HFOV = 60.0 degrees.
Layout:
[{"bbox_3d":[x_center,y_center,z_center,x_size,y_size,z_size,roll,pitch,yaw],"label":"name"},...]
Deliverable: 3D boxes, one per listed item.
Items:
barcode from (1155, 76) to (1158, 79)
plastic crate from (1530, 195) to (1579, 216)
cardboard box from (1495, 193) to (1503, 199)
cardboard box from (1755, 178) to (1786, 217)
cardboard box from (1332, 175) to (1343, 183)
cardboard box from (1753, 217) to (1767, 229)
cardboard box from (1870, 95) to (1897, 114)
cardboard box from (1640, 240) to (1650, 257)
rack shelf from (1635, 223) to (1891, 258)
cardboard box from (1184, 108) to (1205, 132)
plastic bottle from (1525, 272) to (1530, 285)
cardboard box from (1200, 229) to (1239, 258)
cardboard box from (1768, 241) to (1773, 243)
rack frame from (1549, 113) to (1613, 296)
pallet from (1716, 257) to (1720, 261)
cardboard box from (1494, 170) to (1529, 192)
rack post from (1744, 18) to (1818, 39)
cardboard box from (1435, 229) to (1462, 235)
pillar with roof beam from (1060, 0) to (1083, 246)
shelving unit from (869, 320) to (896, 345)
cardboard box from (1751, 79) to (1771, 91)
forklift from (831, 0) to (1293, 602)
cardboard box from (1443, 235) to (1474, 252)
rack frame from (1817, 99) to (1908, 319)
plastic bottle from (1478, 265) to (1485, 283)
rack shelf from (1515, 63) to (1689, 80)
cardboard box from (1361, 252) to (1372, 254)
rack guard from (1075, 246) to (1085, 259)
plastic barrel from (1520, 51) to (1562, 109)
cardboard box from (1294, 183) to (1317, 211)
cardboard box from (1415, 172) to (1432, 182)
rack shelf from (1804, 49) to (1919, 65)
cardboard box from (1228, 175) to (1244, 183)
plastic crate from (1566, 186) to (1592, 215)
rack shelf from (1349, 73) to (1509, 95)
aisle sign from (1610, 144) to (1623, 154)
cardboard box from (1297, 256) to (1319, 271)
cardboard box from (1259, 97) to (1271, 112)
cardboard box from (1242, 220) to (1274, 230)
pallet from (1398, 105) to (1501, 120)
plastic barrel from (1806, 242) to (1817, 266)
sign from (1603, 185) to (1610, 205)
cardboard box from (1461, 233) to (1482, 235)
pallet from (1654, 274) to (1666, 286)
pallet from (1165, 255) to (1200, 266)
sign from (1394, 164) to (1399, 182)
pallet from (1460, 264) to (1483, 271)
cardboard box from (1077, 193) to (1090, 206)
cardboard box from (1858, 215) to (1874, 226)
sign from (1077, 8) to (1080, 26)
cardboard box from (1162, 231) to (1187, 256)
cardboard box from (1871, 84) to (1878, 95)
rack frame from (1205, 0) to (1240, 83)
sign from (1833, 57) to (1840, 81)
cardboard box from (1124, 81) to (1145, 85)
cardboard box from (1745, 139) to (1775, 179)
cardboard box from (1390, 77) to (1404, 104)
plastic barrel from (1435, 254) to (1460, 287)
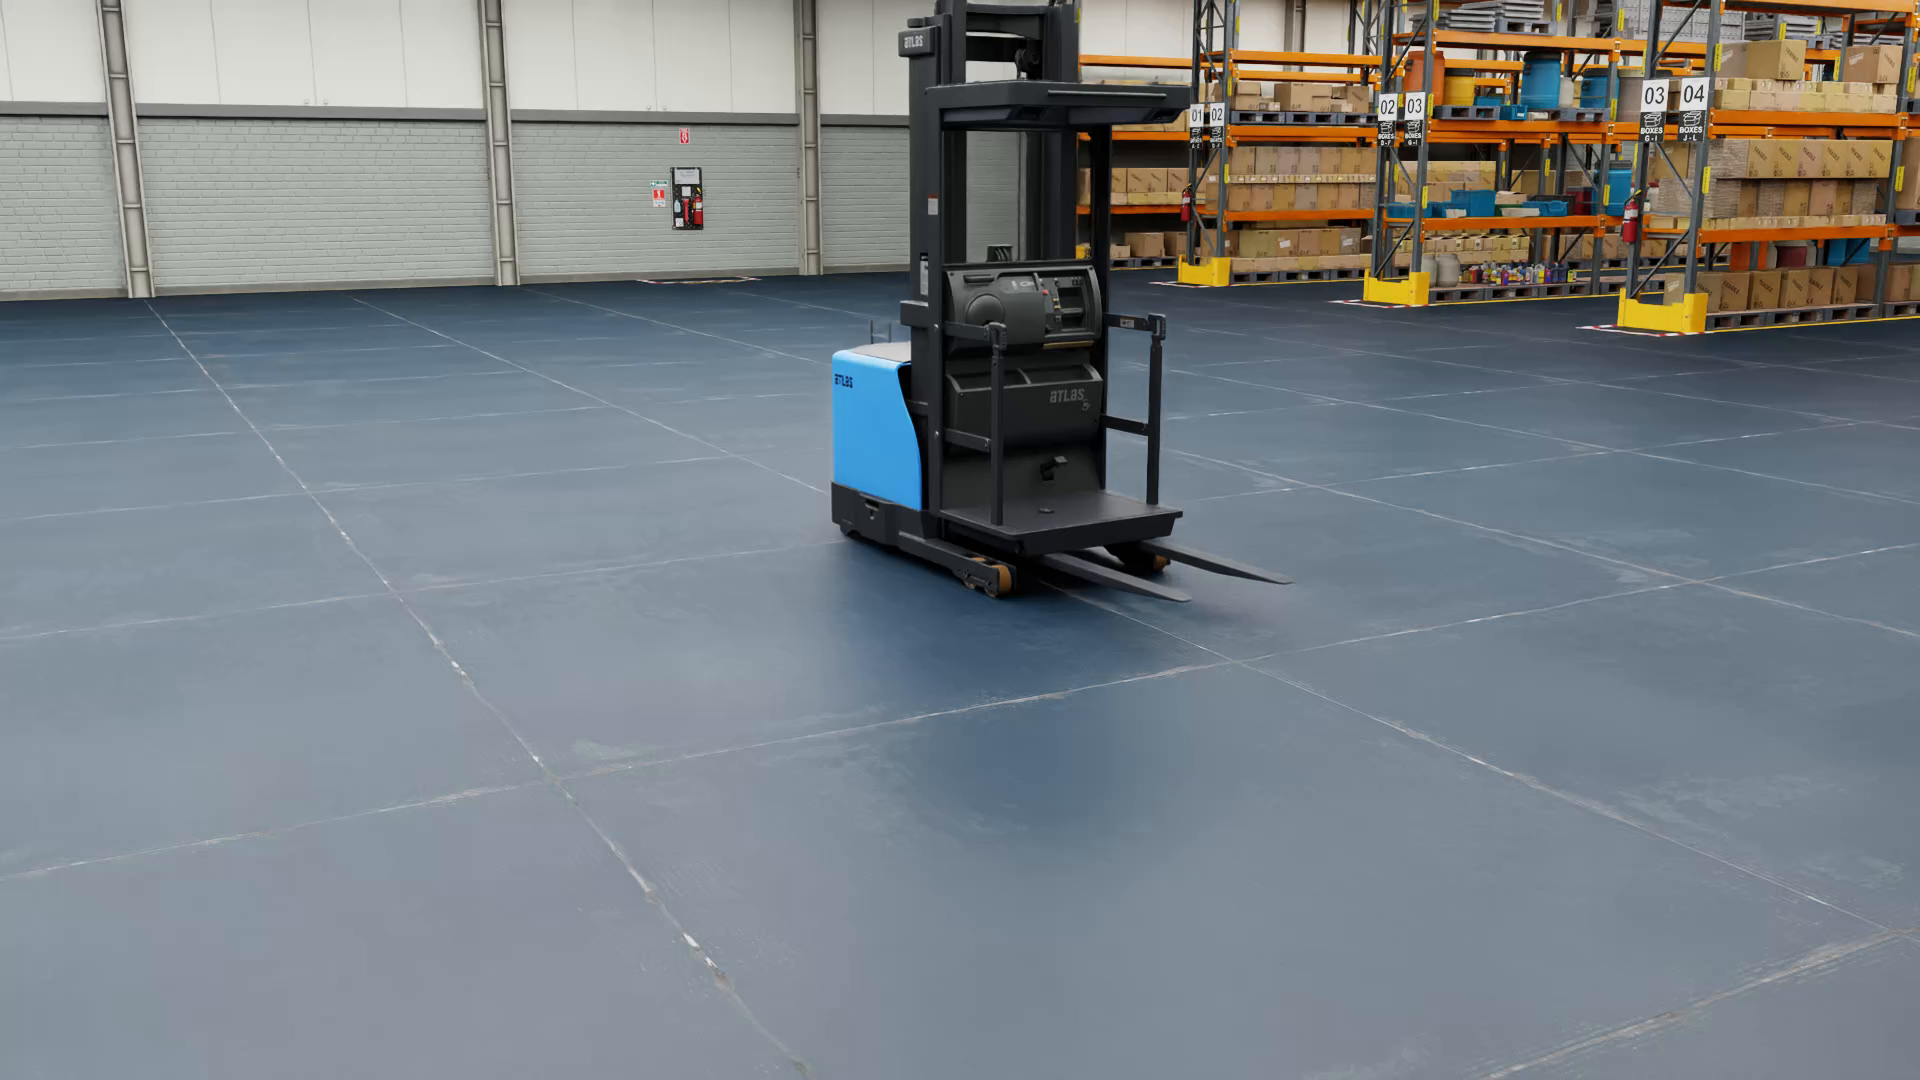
[{"bbox_3d":[4.191,-9.872,35.483,0.075,0.075,0.001,-7,14,-28],"label":"barcode"},{"bbox_3d":[9.844,-5.575,27.690,0.504,0.338,0.767,-7,14,-28],"label":"plastic crate"},{"bbox_3d":[10.627,-6.911,33.690,0.500,0.311,0.500,-7,14,-29],"label":"cardboard box"},{"bbox_3d":[10.563,-4.627,22.431,0.500,0.500,0.875,-7,14,-28],"label":"cardboard box"},{"bbox_3d":[6.964,-6.779,31.196,0.250,0.149,0.380,-7,14,-28],"label":"cardboard box"},{"bbox_3d":[10.478,-4.223,22.115,0.250,0.149,0.380,-7,14,-28],"label":"cardboard box"},{"bbox_3d":[12.462,-5.973,22.829,0.500,0.250,0.500,-6,14,-26],"label":"cardboard box"},{"bbox_3d":[14.282,-6.270,35.329,0.500,0.500,0.500,-7,14,-28],"label":"cardboard box"},{"bbox_3d":[10.982,-4.120,22.722,4.000,0.370,1.077,-7,14,-28],"label":"rack shelf"},{"bbox_3d":[4.842,-8.915,35.287,0.500,0.500,0.500,-8,15,-33],"label":"cardboard box"},{"bbox_3d":[9.250,-4.274,27.139,0.097,0.201,0.097,0,13,0],"label":"plastic bottle"},{"bbox_3d":[4.811,-5.513,30.872,0.500,0.500,0.500,-7,14,-28],"label":"cardboard box"},{"bbox_3d":[18.168,-6.744,37.433,0.500,0.500,0.500,-7,14,-28],"label":"cardboard box"},{"bbox_3d":[10.364,-5.636,27.819,0.127,3.000,1.000,-7,14,-28],"label":"rack frame"},{"bbox_3d":[17.761,-6.401,37.569,1.213,0.211,1.003,-7,14,-28],"label":"pallet"},{"bbox_3d":[13.123,-8.587,40.249,0.700,0.700,0.980,-7,14,-27],"label":"cardboard box"},{"bbox_3d":[14.491,-9.031,29.413,0.937,0.300,0.954,-7,14,-28],"label":"rack post"},{"bbox_3d":[11.352,-7.355,39.399,0.750,0.750,0.750,-6,14,-26],"label":"cardboard box"},{"bbox_3d":[4.369,-9.462,31.156,0.400,9.000,9.100,-7,14,-28],"label":"pillar with roof beam"},{"bbox_3d":[-0.269,-0.747,10.196,0.503,1.200,0.258,-8,15,-31],"label":"shelving unit"},{"bbox_3d":[10.289,-5.903,21.611,0.250,0.149,0.380,-6,14,-26],"label":"cardboard box"},{"bbox_3d":[0.459,-1.261,8.535,1.130,2.935,3.031,-8,15,-31],"label":"forklift"},{"bbox_3d":[9.825,-5.885,32.957,0.500,0.311,0.500,-6,14,-26],"label":"cardboard box"},{"bbox_3d":[12.737,-4.681,23.578,0.127,3.000,1.000,-7,14,-28],"label":"rack frame"},{"bbox_3d":[8.611,-4.414,27.593,0.135,0.276,0.152,-7,15,-29],"label":"plastic bottle"},{"bbox_3d":[13.260,-9.603,34.332,4.000,0.370,1.077,-7,14,-28],"label":"rack shelf"},{"bbox_3d":[8.219,-5.554,32.761,0.500,0.250,0.500,-7,14,-28],"label":"cardboard box"},{"bbox_3d":[2.173,-5.913,34.743,0.348,0.500,1.175,-7,14,-28],"label":"rack guard"},{"bbox_3d":[9.439,-7.464,27.015,0.708,0.901,0.600,-7,14,-28],"label":"plastic barrel"},{"bbox_3d":[6.257,-6.429,31.115,0.500,0.500,0.700,-6,14,-26],"label":"cardboard box"},{"bbox_3d":[10.577,-8.277,38.603,0.500,0.500,0.500,-7,14,-28],"label":"cardboard box"},{"bbox_3d":[15.631,-8.648,30.088,4.000,0.370,1.077,-7,14,-28],"label":"rack shelf"},{"bbox_3d":[4.931,-6.535,30.110,0.250,0.149,0.380,-7,14,-28],"label":"cardboard box"},{"bbox_3d":[10.643,-5.777,28.301,0.583,0.464,0.402,-7,14,-28],"label":"plastic crate"},{"bbox_3d":[10.884,-10.557,38.572,4.000,0.370,1.077,-7,14,-28],"label":"rack shelf"},{"bbox_3d":[16.357,-10.025,41.404,0.004,0.787,0.394,-7,14,-28],"label":"aisle sign"},{"bbox_3d":[6.378,-5.204,31.209,0.500,0.250,0.500,-7,14,-28],"label":"cardboard box"},{"bbox_3d":[5.368,-8.005,30.583,0.500,0.250,0.500,-7,14,-28],"label":"cardboard box"},{"bbox_3d":[6.640,-7.034,37.014,0.500,0.250,0.500,-7,15,-29],"label":"cardboard box"},{"bbox_3d":[7.626,-6.654,25.944,1.213,0.211,1.003,-7,14,-28],"label":"pallet"},{"bbox_3d":[15.740,-5.298,31.028,0.421,0.512,0.421,0,13,0],"label":"plastic barrel"},{"bbox_3d":[10.618,-5.664,27.313,0.005,0.325,0.100,-7,14,-28],"label":"sign"},{"bbox_3d":[10.448,-6.093,33.881,0.500,0.311,0.500,-7,15,-29],"label":"cardboard box"},{"bbox_3d":[13.177,-4.622,29.666,1.213,0.211,1.003,-7,14,-28],"label":"pallet"},{"bbox_3d":[5.045,-6.107,36.265,1.213,0.211,1.003,-7,14,-28],"label":"pallet"},{"bbox_3d":[8.261,-6.945,31.484,0.005,0.325,0.100,-7,14,-28],"label":"sign"},{"bbox_3d":[9.694,-5.445,33.321,1.213,0.211,1.003,-7,14,-28],"label":"pallet"},{"bbox_3d":[2.687,-7.051,34.404,0.500,0.250,0.500,-7,15,-29],"label":"cardboard box"},{"bbox_3d":[12.466,-4.455,23.145,0.250,0.149,0.380,-7,14,-28],"label":"cardboard box"},{"bbox_3d":[2.366,-10.441,33.199,0.005,0.325,0.100,-7,14,-28],"label":"sign"},{"bbox_3d":[4.725,-6.423,36.010,0.500,0.500,0.500,-8,15,-32],"label":"cardboard box"},{"bbox_3d":[12.312,-6.166,22.775,0.250,0.149,0.380,-7,14,-27],"label":"cardboard box"},{"bbox_3d":[5.617,-10.472,35.644,0.127,3.000,1.000,-7,14,-28],"label":"rack frame"},{"bbox_3d":[12.468,-6.696,23.622,0.005,0.325,0.100,-7,14,-28],"label":"sign"},{"bbox_3d":[3.470,-9.227,34.393,0.500,0.500,0.500,-6,14,-26],"label":"cardboard box"},{"bbox_3d":[10.282,-4.999,21.806,0.500,0.500,0.500,-7,14,-28],"label":"cardboard box"},{"bbox_3d":[8.554,-8.609,31.876,0.500,0.500,0.500,-7,14,-27],"label":"cardboard box"},{"bbox_3d":[7.834,-4.343,26.784,0.421,0.512,0.421,0,13,0],"label":"plastic barrel"}]
